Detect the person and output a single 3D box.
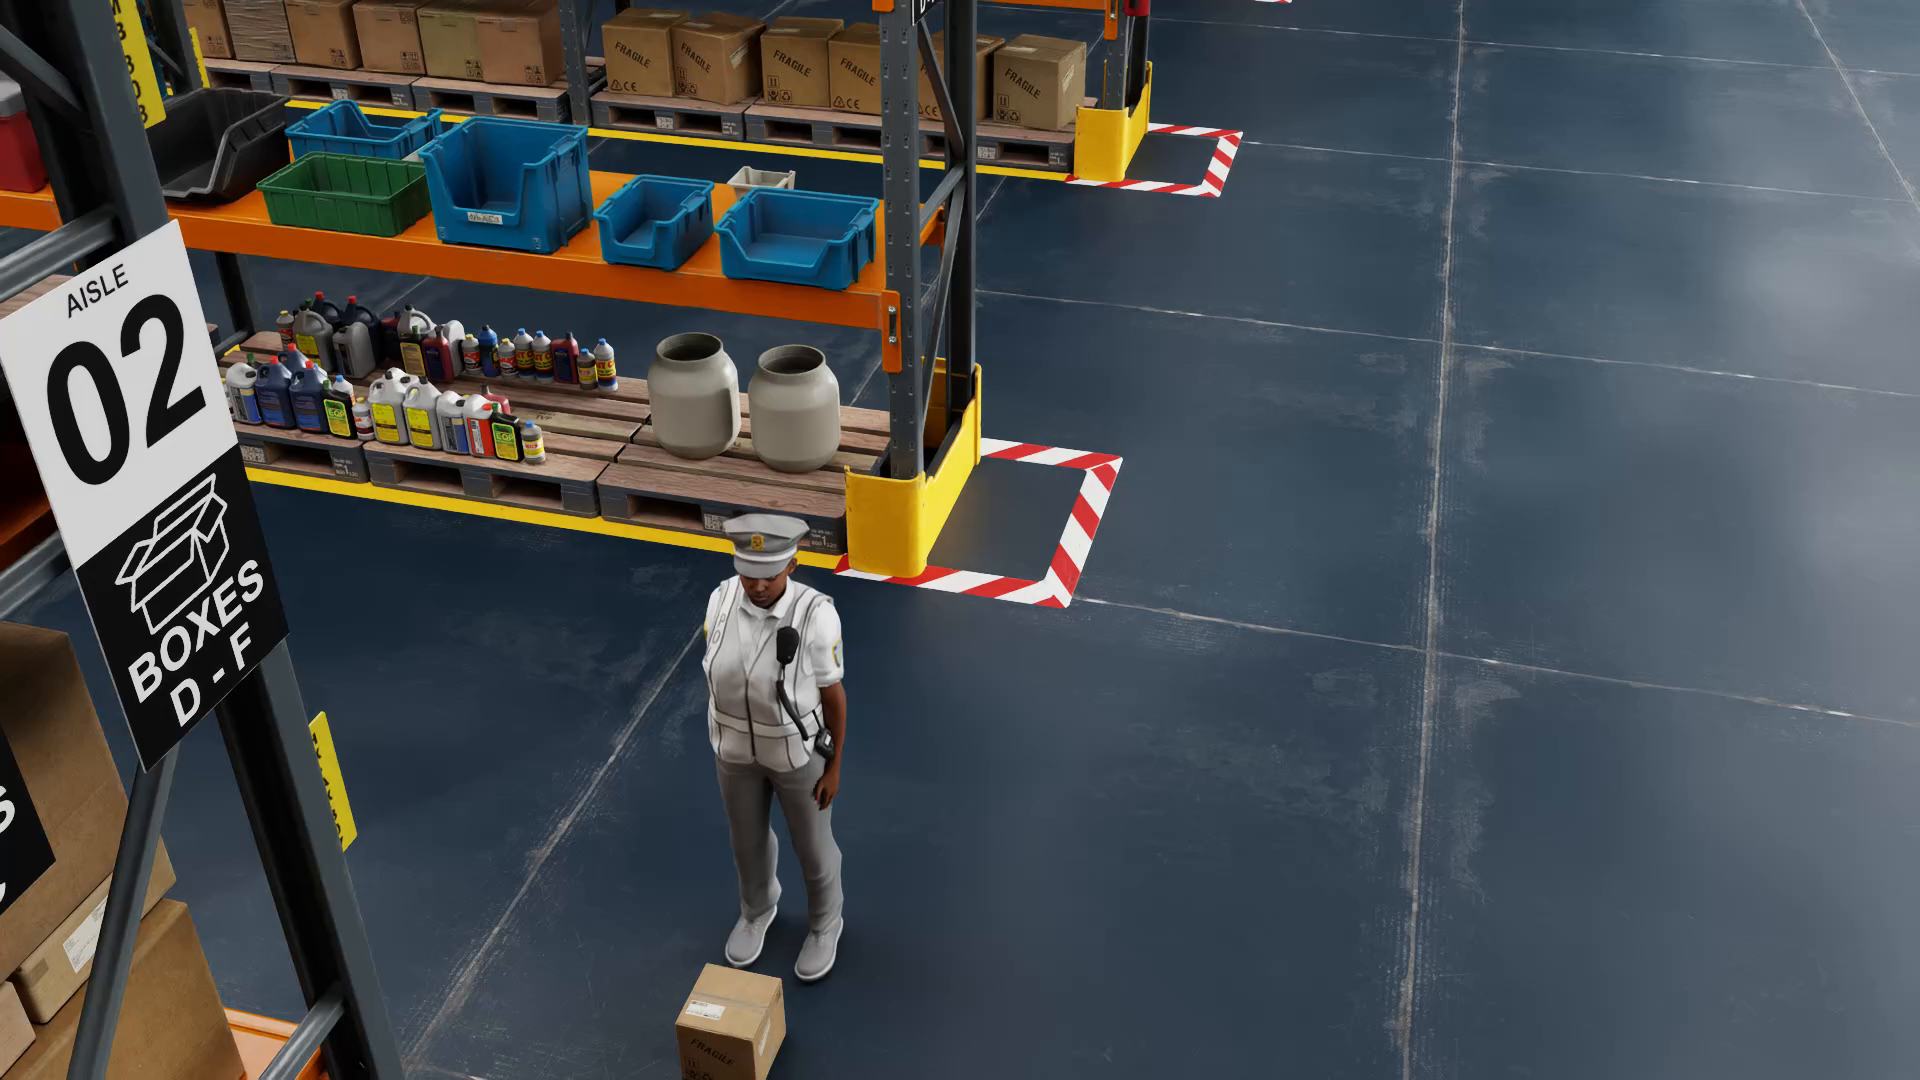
[{"bbox_3d":[-0.562,0.649,5.121,0.443,1.686,0.336,9,34,14],"label":"person"}]
